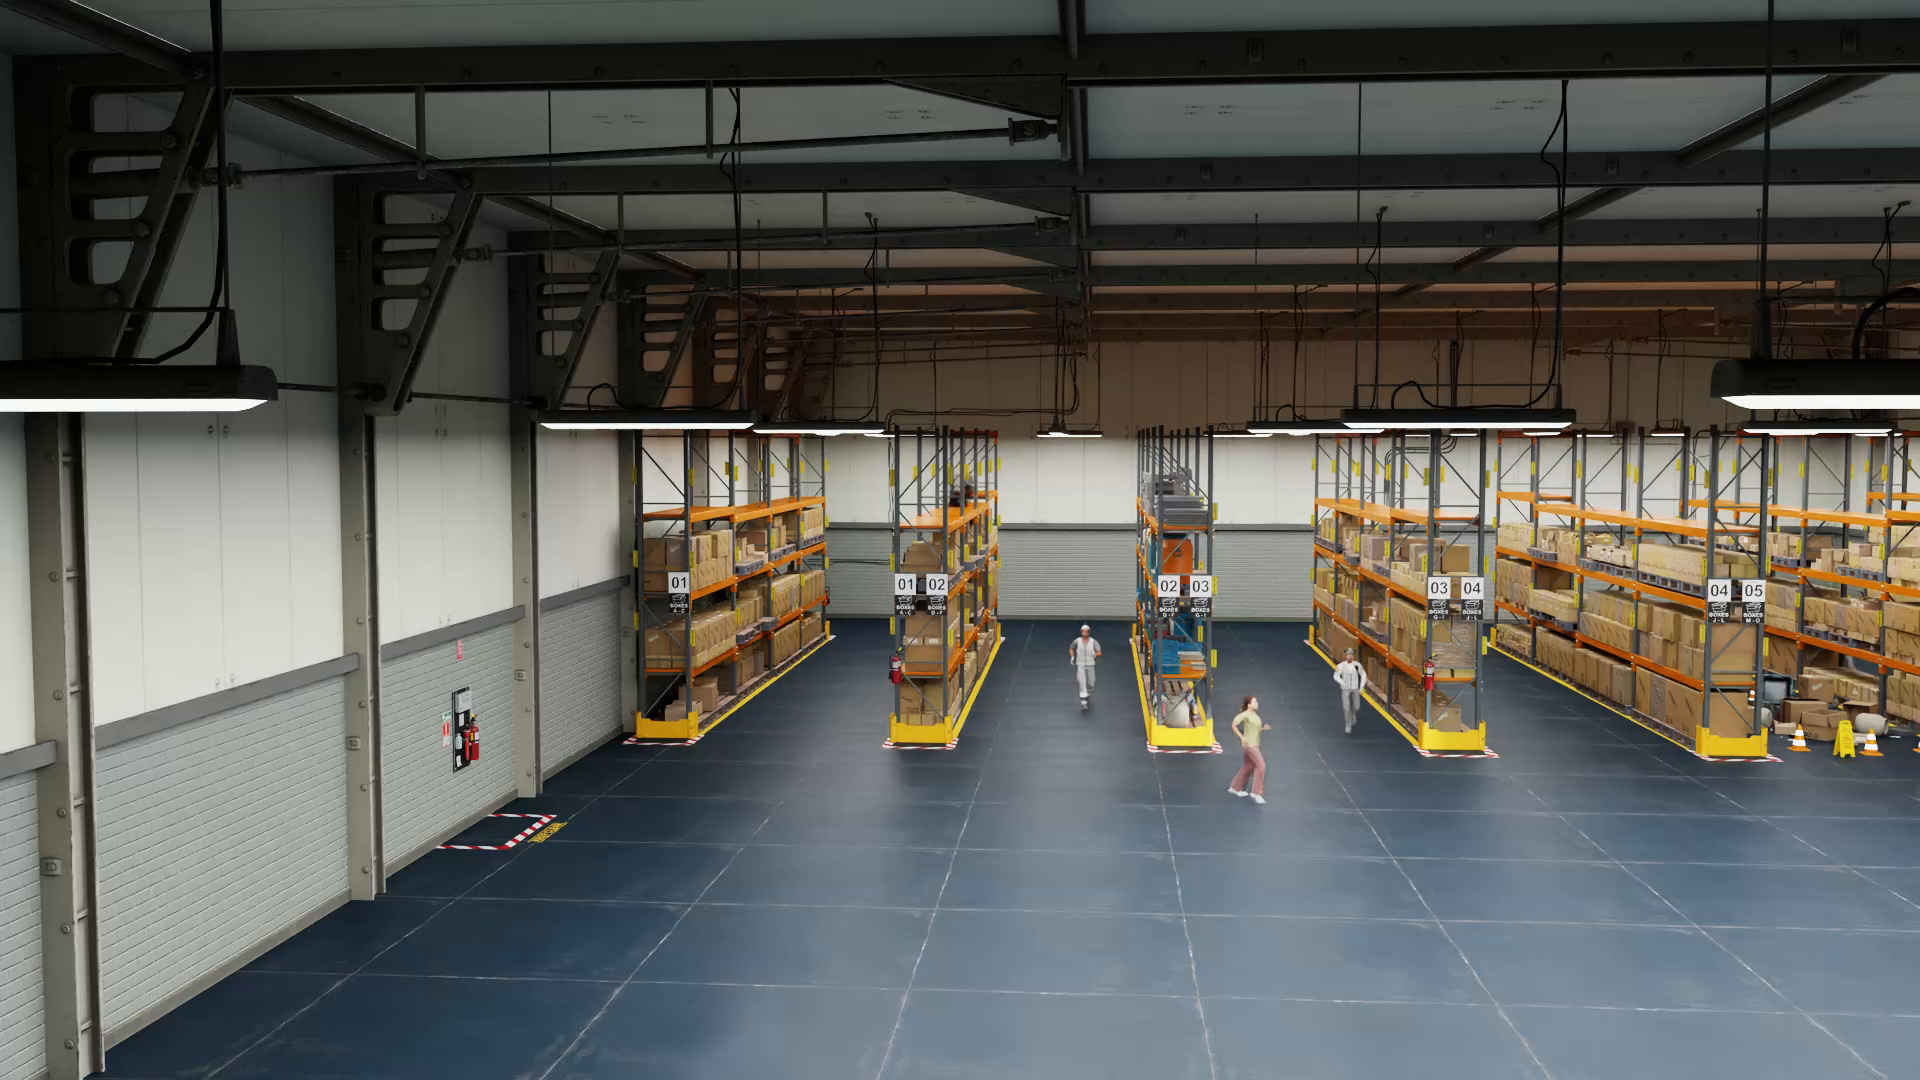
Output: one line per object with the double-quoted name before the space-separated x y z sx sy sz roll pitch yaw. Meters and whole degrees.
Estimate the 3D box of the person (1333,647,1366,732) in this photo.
"person" 7.639 2.936 32.627 0.617 1.666 0.538 0 3 5

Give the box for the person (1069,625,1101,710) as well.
"person" 2.674 2.694 35.454 0.667 1.768 0.963 0 3 -1

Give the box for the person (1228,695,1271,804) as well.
"person" 4.584 3.307 26.352 0.688 1.726 0.561 2 4 25

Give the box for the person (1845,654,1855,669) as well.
"person" 21.501 2.424 40.255 0.621 1.826 0.834 0 3 2
